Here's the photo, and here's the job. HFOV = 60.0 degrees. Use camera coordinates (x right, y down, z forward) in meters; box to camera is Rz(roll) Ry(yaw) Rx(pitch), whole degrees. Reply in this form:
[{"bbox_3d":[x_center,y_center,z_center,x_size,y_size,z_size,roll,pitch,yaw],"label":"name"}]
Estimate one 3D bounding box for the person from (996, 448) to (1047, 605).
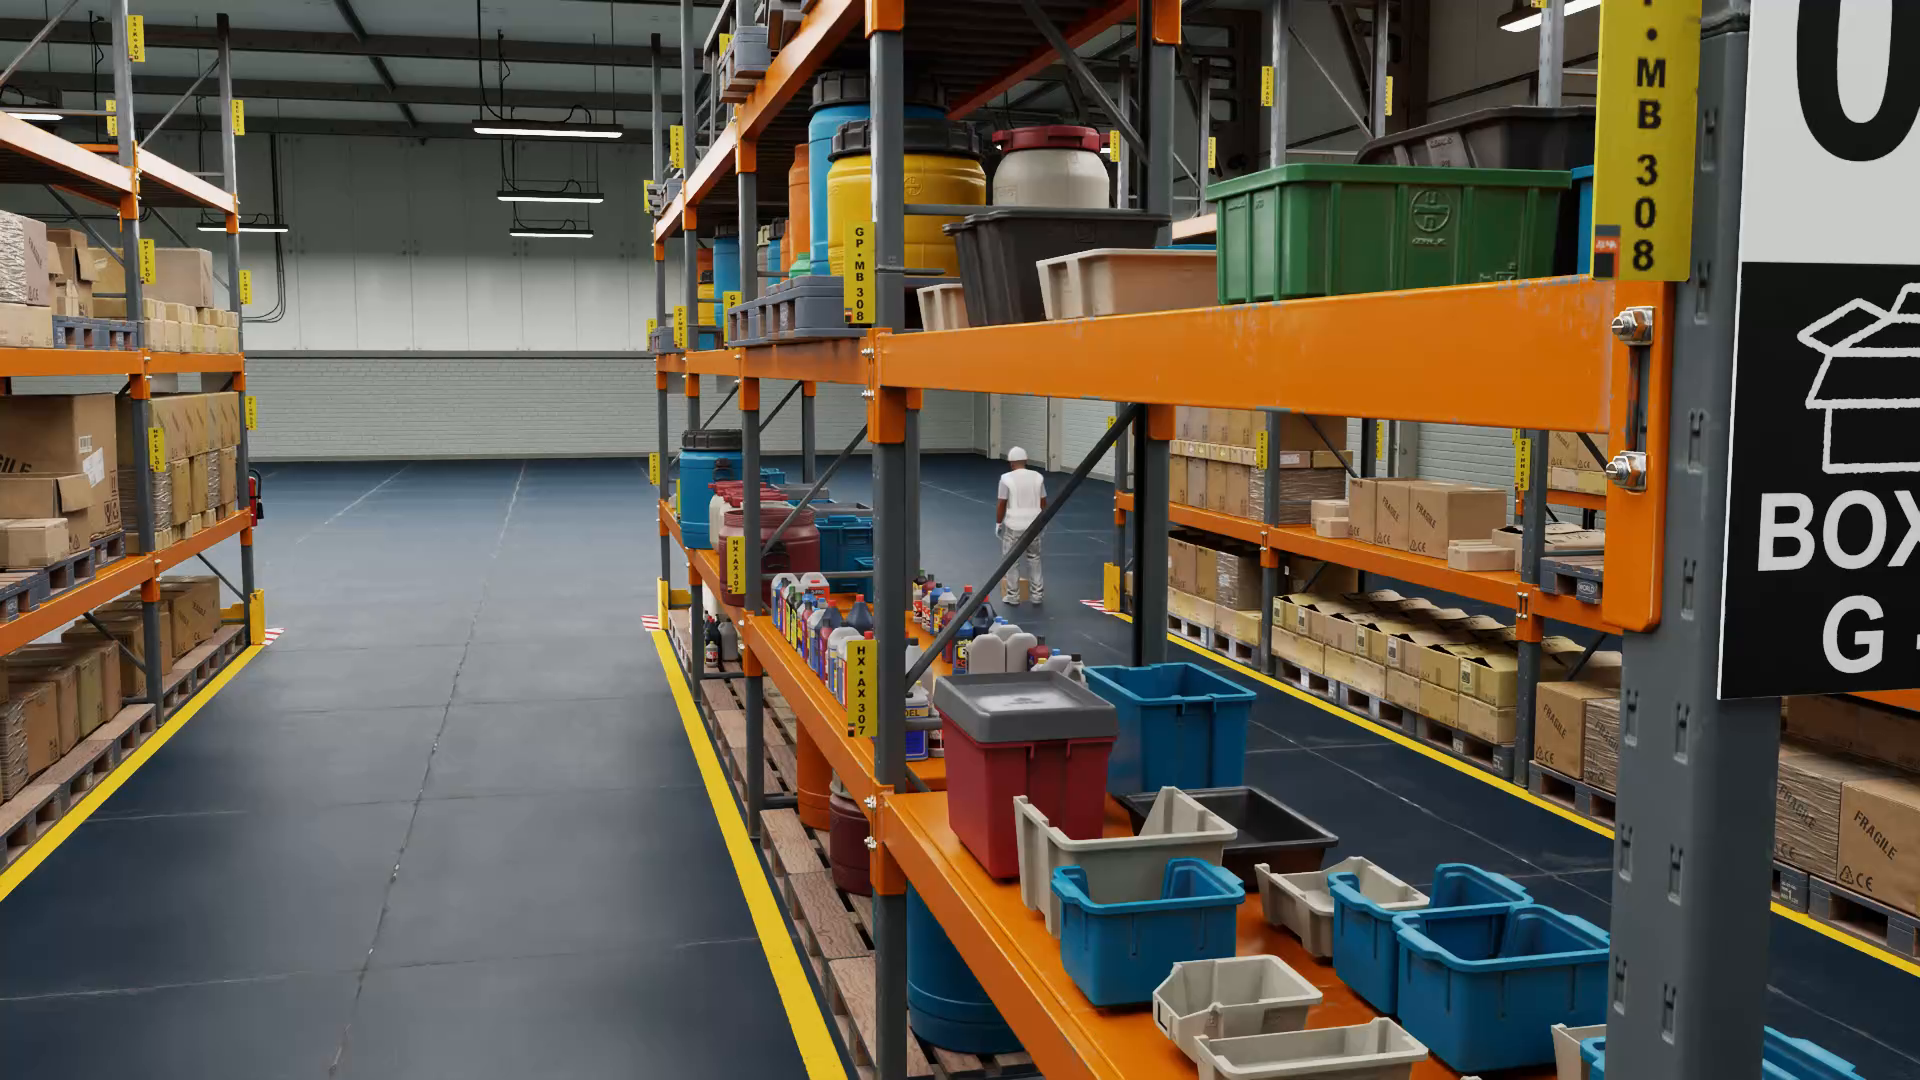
[{"bbox_3d":[0.696,-0.161,18.873,0.617,1.772,0.452,-2,6,-17],"label":"person"}]
